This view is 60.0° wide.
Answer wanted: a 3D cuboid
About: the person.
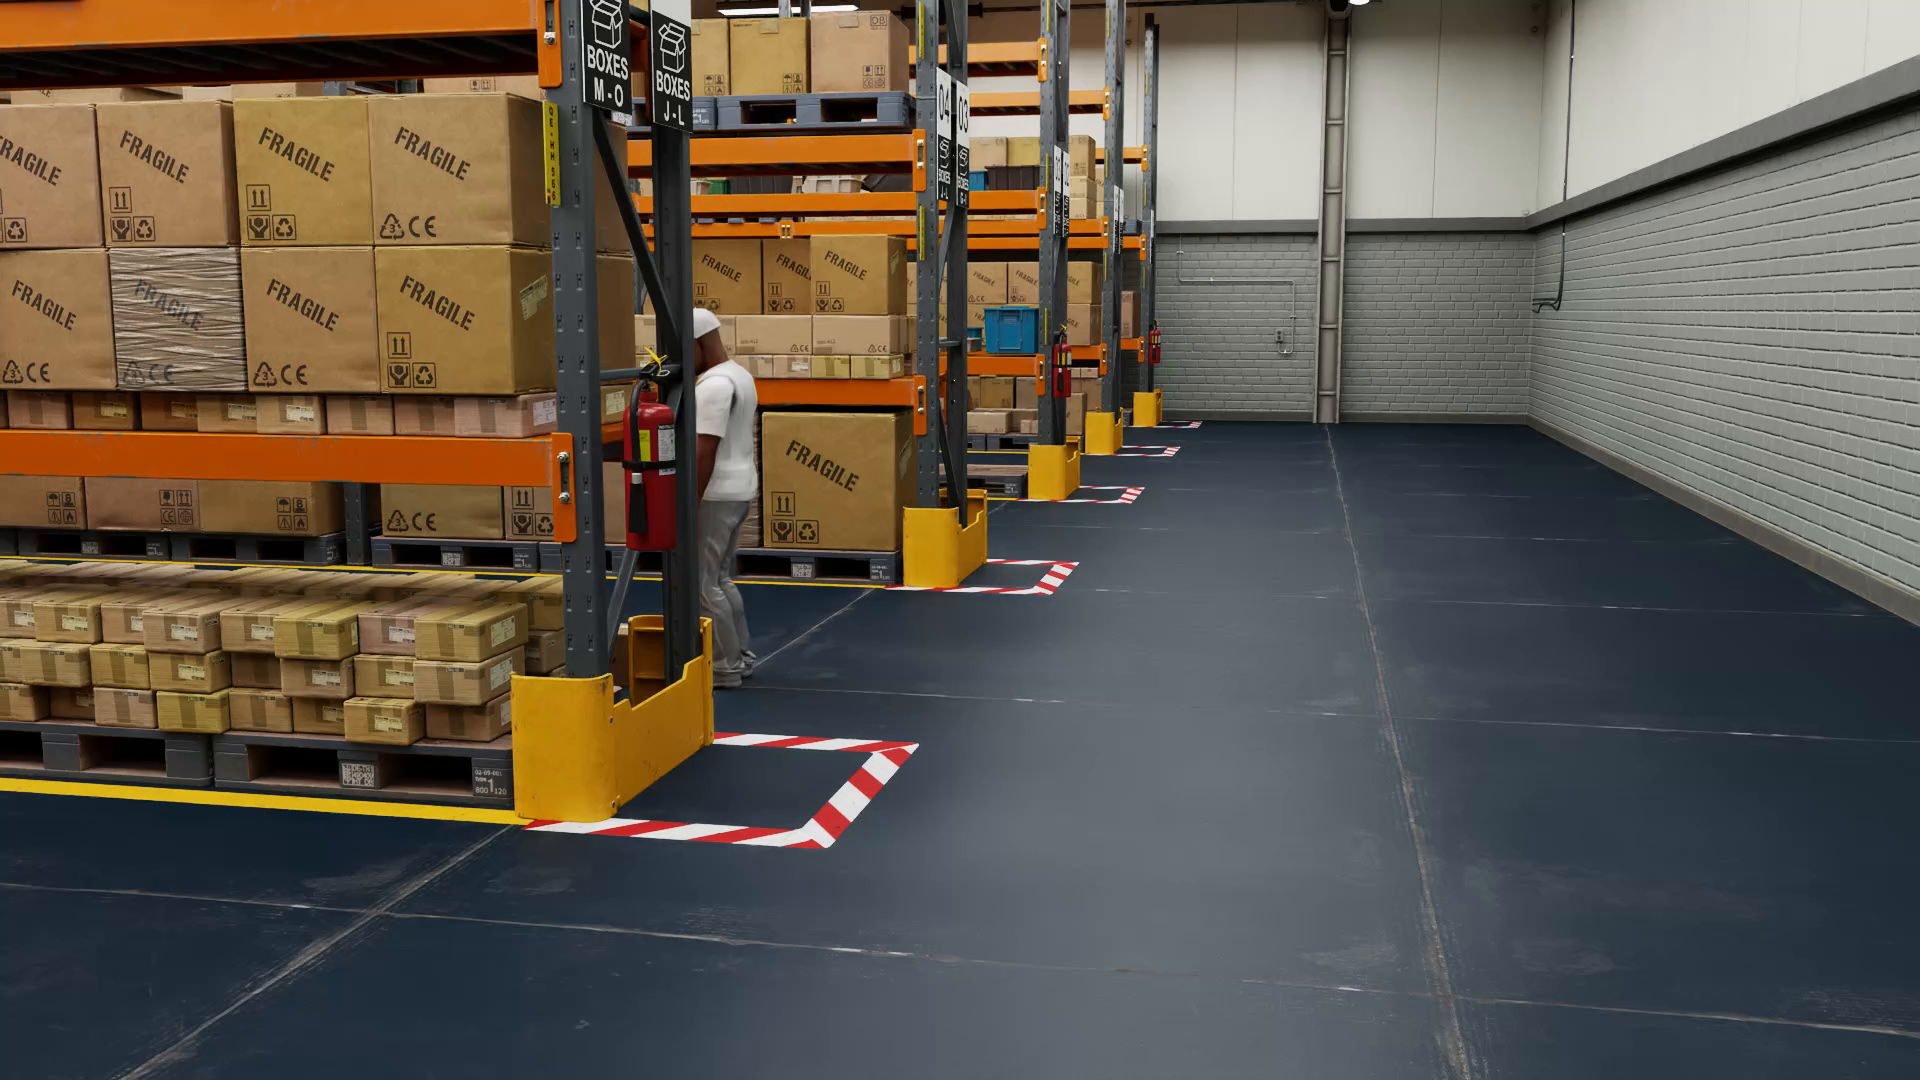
[{"bbox_3d":[-1.150,-0.192,7.691,0.396,1.743,0.578,0,8,4],"label":"person"}]
